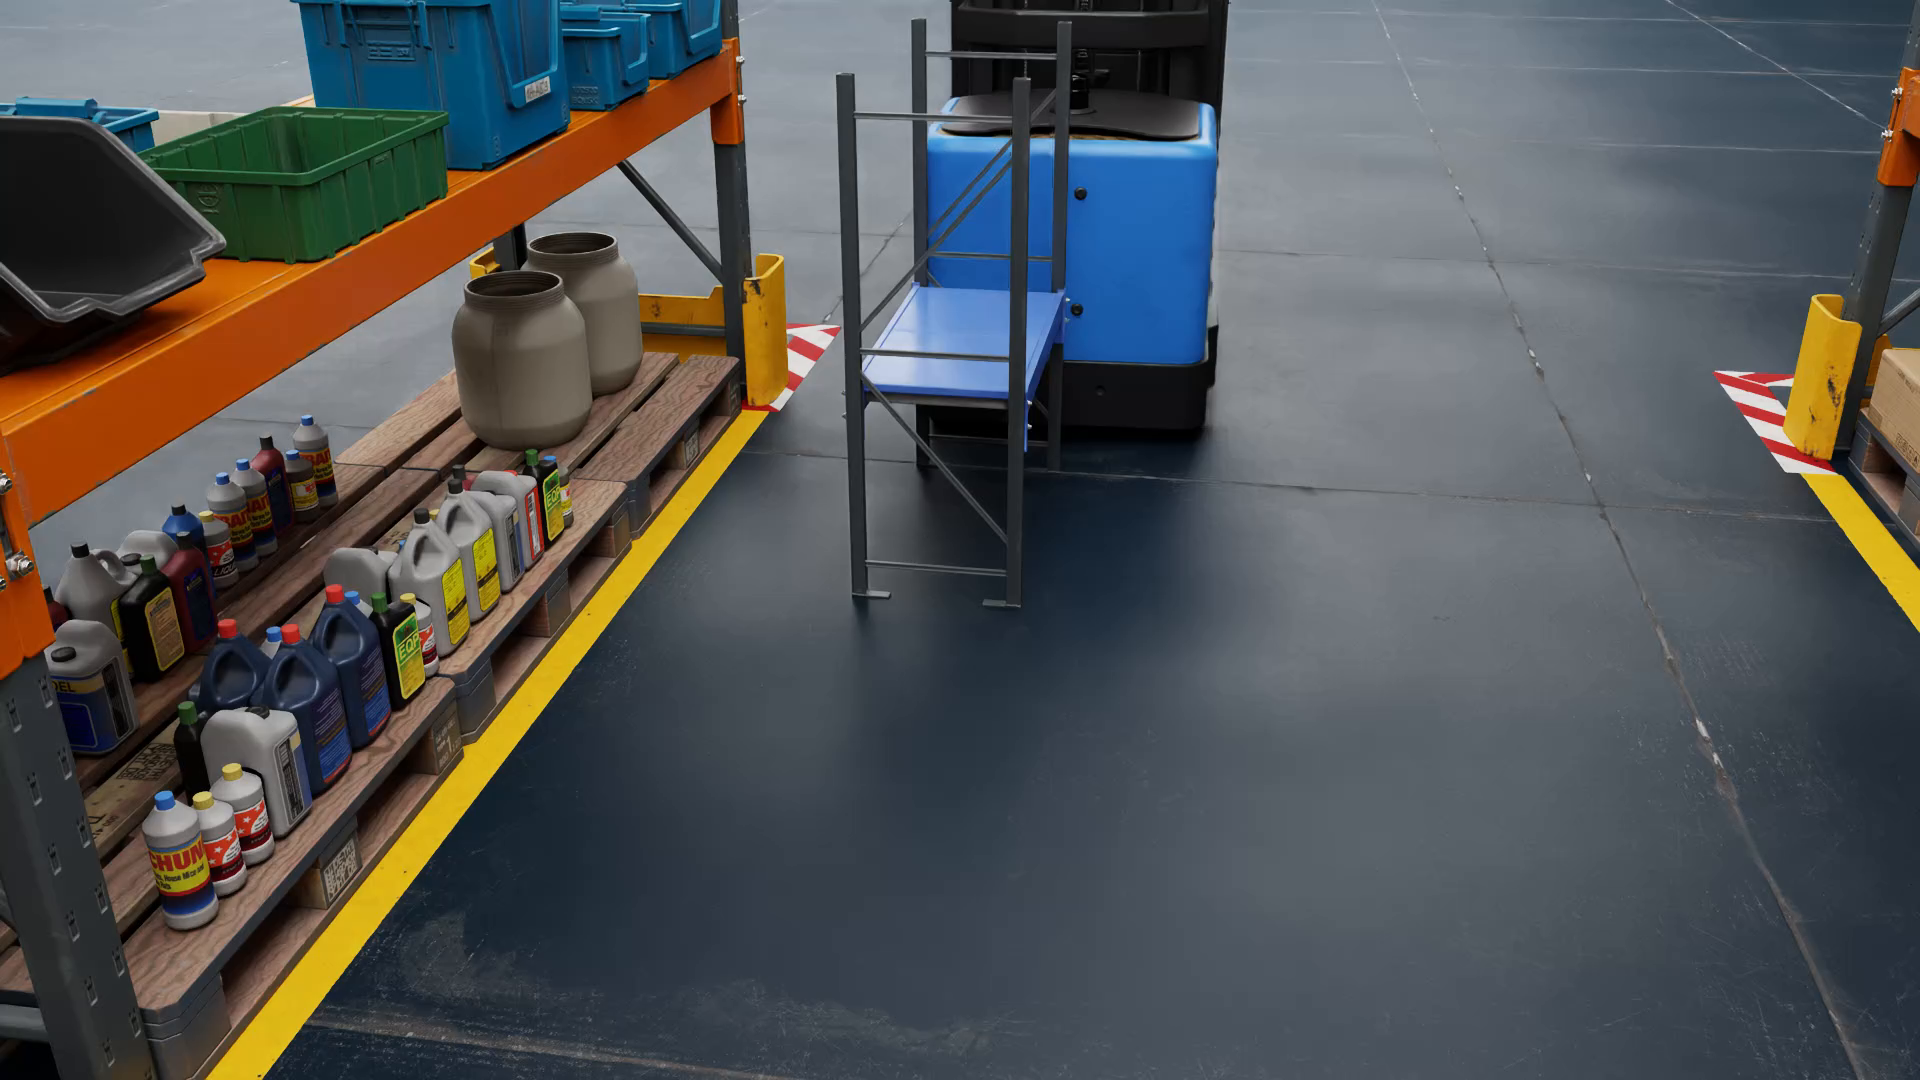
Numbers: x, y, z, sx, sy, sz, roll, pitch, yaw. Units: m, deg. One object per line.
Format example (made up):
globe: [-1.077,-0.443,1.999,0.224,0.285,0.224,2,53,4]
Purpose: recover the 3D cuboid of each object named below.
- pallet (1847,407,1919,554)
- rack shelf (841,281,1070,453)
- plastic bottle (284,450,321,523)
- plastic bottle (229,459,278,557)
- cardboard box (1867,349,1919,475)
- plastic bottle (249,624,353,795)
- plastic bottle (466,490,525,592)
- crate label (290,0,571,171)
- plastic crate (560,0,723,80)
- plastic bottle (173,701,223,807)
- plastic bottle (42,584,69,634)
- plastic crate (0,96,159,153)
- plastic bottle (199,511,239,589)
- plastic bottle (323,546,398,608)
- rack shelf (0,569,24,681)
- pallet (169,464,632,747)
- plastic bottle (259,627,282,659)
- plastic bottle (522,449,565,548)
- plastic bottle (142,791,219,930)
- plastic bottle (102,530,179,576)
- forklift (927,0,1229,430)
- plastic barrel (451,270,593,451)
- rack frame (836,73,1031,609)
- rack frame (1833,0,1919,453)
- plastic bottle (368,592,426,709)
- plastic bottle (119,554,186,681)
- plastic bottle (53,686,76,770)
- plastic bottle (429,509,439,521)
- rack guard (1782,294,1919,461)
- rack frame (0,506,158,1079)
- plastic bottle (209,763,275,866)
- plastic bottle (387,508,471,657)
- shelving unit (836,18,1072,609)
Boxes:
pallet: [3.496,-0.080,5.172,1.003,0.211,1.213,4,25,9]
rack shelf: [0.014,-0.552,5.085,0.538,0.185,1.000,4,25,9]
plastic bottle: [-1.927,-0.163,4.841,0.097,0.201,0.097,0,25,0]
plastic bottle: [-1.966,-0.094,4.612,0.097,0.271,0.097,0,25,0]
cardboard box: [3.273,-0.402,5.318,0.500,0.250,0.500,4,25,9]
plastic bottle: [-1.419,0.354,3.561,0.144,0.351,0.185,5,25,10]
plastic bottle: [-1.265,-0.016,4.440,0.152,0.276,0.135,3,25,7]
crate label: [-1.340,-1.238,4.315,0.502,0.435,0.616,4,25,9]
plastic crate: [-1.093,-1.713,5.547,0.499,0.251,0.616,4,25,9]
plastic bottle: [-1.555,0.446,3.444,0.061,0.283,0.133,4,25,9]
plastic bottle: [-2.122,0.253,3.857,0.061,0.283,0.133,6,26,12]
plastic crate: [-2.047,-0.752,3.494,0.499,0.251,0.616,4,25,9]
plastic bottle: [-1.999,0.021,4.449,0.097,0.201,0.097,0,25,0]
plastic bottle: [-1.469,0.131,4.125,0.152,0.276,0.135,4,25,9]
rack shelf: [-2.287,0.825,0.799,1.077,0.370,4.000,4,25,9]
pallet: [-1.612,0.135,4.712,1.003,0.211,1.213,4,25,9]
plastic bottle: [-1.514,0.321,3.726,0.097,0.271,0.097,0,25,0]
plastic bottle: [-1.175,-0.131,4.677,0.061,0.283,0.133,5,25,10]
plastic bottle: [-1.476,0.596,3.138,0.097,0.271,0.097,0,25,0]
plastic bottle: [-2.025,0.124,4.140,0.152,0.276,0.135,4,25,9]
forklift: [0.541,-2.313,6.734,1.130,2.935,3.031,3,25,7]
plastic barrel: [-1.420,-0.584,5.398,0.421,0.512,0.421,0,25,0]
rack frame: [-0.069,-0.502,4.554,0.500,1.500,0.032,4,25,9]
rack frame: [3.580,-1.666,5.271,1.000,3.000,0.127,4,25,9]
plastic bottle: [-1.320,0.239,3.886,0.061,0.283,0.133,5,26,11]
plastic bottle: [-1.950,0.185,4.002,0.061,0.283,0.133,4,25,9]
plastic bottle: [-1.997,0.383,3.498,0.144,0.351,0.185,4,25,9]
plastic bottle: [-1.391,0.017,4.458,0.097,0.201,0.097,0,25,0]
rack guard: [3.584,-0.544,5.822,1.175,0.500,0.348,4,25,9]
rack frame: [-1.963,-0.338,2.434,0.949,2.616,0.053,4,25,9]
plastic bottle: [-1.442,0.542,3.335,0.097,0.201,0.097,0,25,0]
plastic bottle: [-1.319,0.097,4.110,0.144,0.351,0.185,4,25,8]
shelving unit: [0.014,-0.715,5.008,0.538,1.500,1.048,4,25,9]
